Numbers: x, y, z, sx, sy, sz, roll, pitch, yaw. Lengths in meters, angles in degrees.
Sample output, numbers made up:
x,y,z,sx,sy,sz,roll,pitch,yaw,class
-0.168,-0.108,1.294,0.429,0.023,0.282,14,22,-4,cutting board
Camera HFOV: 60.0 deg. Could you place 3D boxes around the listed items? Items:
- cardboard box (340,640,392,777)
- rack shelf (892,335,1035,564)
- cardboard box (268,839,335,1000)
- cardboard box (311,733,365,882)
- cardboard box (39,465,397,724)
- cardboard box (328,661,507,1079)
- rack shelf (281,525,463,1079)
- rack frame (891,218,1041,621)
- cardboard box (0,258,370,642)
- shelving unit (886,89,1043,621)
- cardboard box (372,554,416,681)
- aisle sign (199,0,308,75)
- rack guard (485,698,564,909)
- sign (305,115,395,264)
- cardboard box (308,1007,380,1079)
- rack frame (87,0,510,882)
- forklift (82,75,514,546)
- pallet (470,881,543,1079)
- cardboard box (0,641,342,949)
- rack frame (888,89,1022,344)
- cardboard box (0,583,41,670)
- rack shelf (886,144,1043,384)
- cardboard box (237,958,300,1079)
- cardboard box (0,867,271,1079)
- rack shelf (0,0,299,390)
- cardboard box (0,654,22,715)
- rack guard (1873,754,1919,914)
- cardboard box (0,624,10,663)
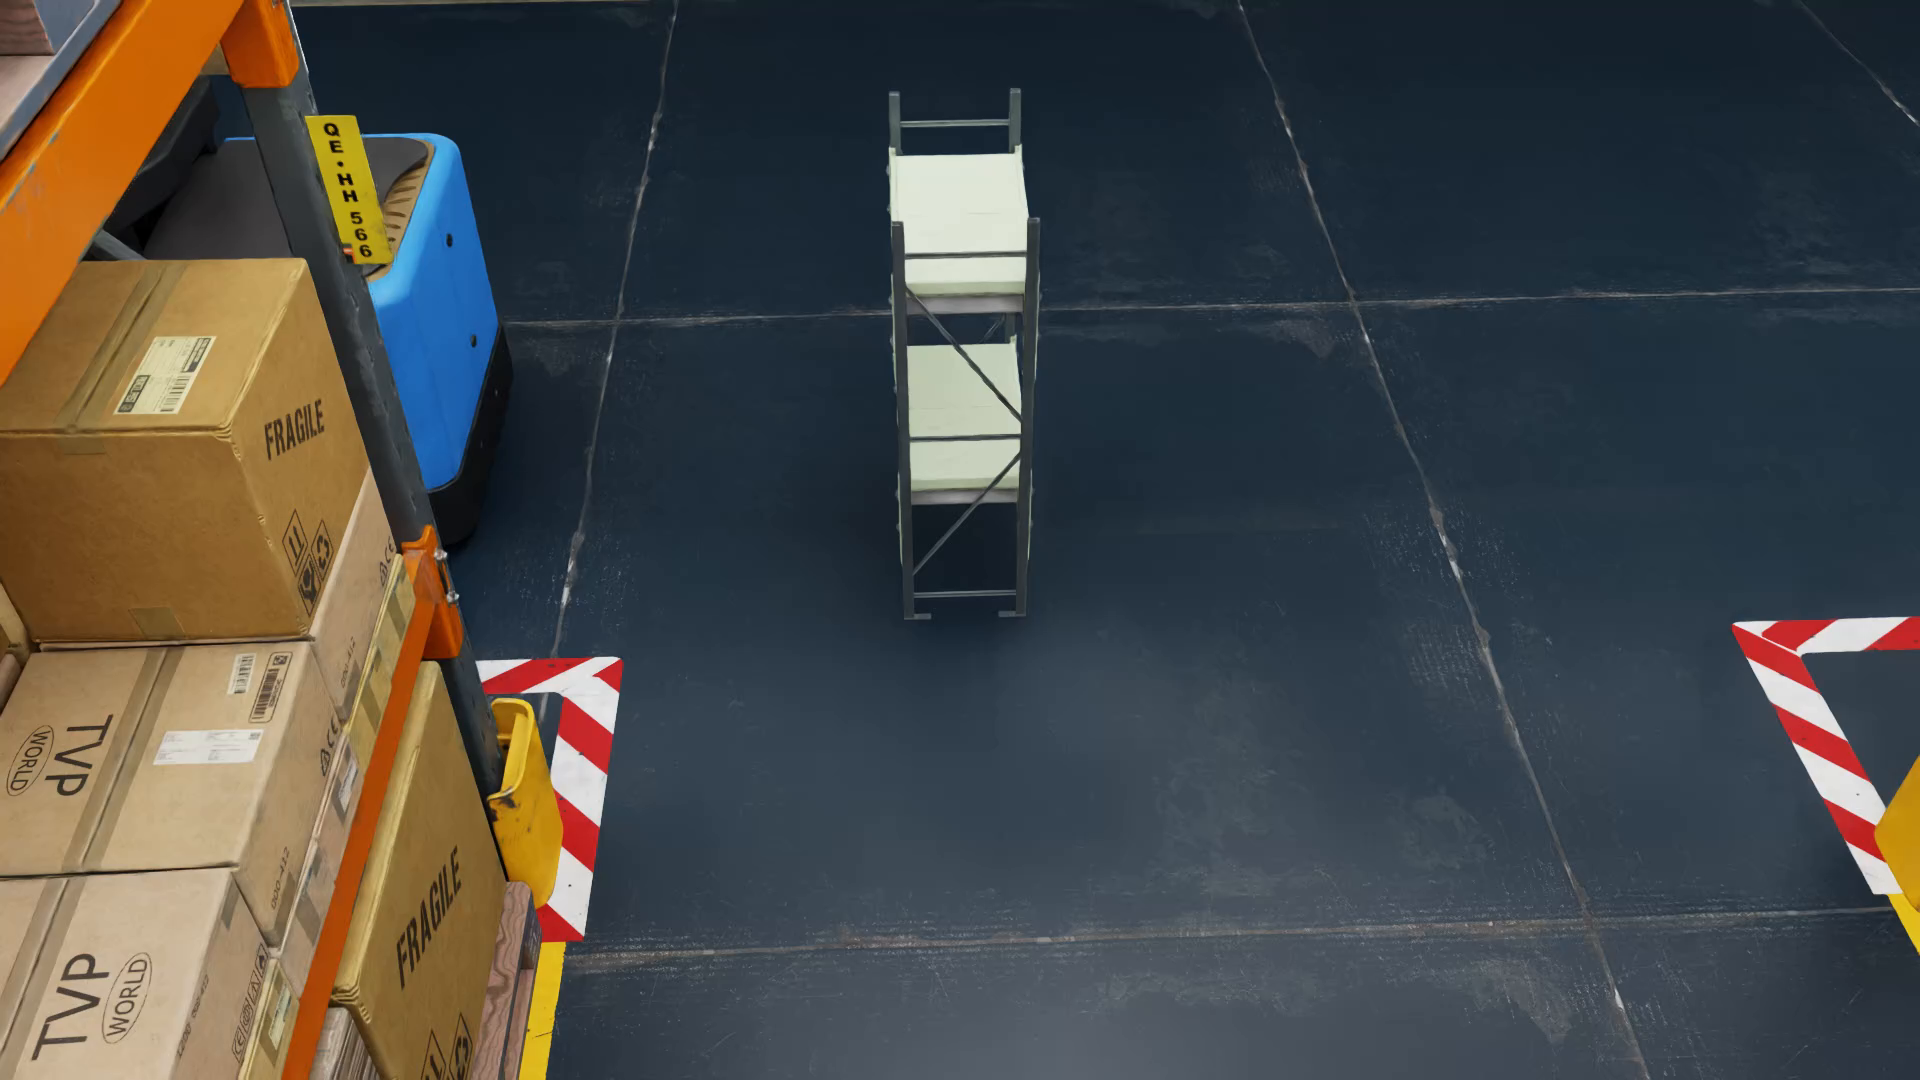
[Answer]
x,y,z,sx,sy,sz,roll,pitch,yaw,class
-1.374,0.342,3.343,0.380,0.149,0.250,-1,43,-1,cardboard box
0.000,-0.308,5.459,0.431,0.370,0.720,-2,43,-2,rack shelf
-1.355,0.681,2.973,0.380,0.149,0.250,-1,43,-1,cardboard box
-1.365,0.512,3.157,0.380,0.149,0.250,-2,43,-2,cardboard box
-1.445,0.108,3.303,0.500,0.250,0.500,-2,43,-2,cardboard box
-1.624,0.901,3.809,0.875,0.875,0.875,-2,43,-2,cardboard box
-1.646,1.458,2.472,1.077,0.370,4.000,-2,43,-2,rack shelf
0.016,-0.301,4.969,0.400,1.500,0.023,-2,43,-2,rack frame
-1.448,-0.167,3.048,0.500,0.500,0.500,-1,43,-1,cardboard box
0.000,-0.548,5.238,0.431,1.500,0.755,-2,43,-2,shelving unit
-1.387,0.166,3.534,0.380,0.149,0.250,-1,43,-1,cardboard box
-1.434,-1.173,2.885,0.394,0.787,0.004,-2,43,-2,aisle sign
-1.732,0.748,4.564,1.175,0.500,0.348,-2,43,-2,rack guard
-1.188,-0.677,3.237,0.100,0.325,0.005,-2,43,-2,sign
-1.585,1.515,3.138,0.875,0.875,0.875,-2,43,-2,cardboard box
-1.731,-0.157,3.702,1.000,3.000,0.127,-2,43,-2,rack frame
-3.190,-1.318,5.019,3.031,2.935,1.130,-2,43,-2,forklift
-1.619,1.408,4.057,1.003,0.211,1.213,-2,43,-2,pallet
-1.424,0.451,2.929,0.500,0.250,0.500,-2,43,-3,cardboard box
-0.015,-0.795,5.508,0.400,1.500,0.023,-2,43,-2,rack frame
-1.980,0.120,3.290,0.500,0.250,0.500,-3,43,-3,cardboard box
0.000,-0.836,4.975,0.431,0.370,0.720,-2,43,-2,rack shelf
-1.342,0.856,2.782,0.380,0.149,0.250,-3,43,-3,cardboard box
-1.403,0.794,2.555,0.500,0.250,0.500,-3,43,-3,cardboard box
-1.646,0.353,1.458,1.077,0.370,4.000,-2,43,-2,rack shelf
-1.952,0.471,2.907,0.500,0.250,0.500,-2,43,-2,cardboard box
3.232,0.742,4.571,1.175,0.500,0.348,-2,43,-2,rack guard
-1.959,0.181,2.668,0.500,0.500,0.500,-3,43,-3,cardboard box
